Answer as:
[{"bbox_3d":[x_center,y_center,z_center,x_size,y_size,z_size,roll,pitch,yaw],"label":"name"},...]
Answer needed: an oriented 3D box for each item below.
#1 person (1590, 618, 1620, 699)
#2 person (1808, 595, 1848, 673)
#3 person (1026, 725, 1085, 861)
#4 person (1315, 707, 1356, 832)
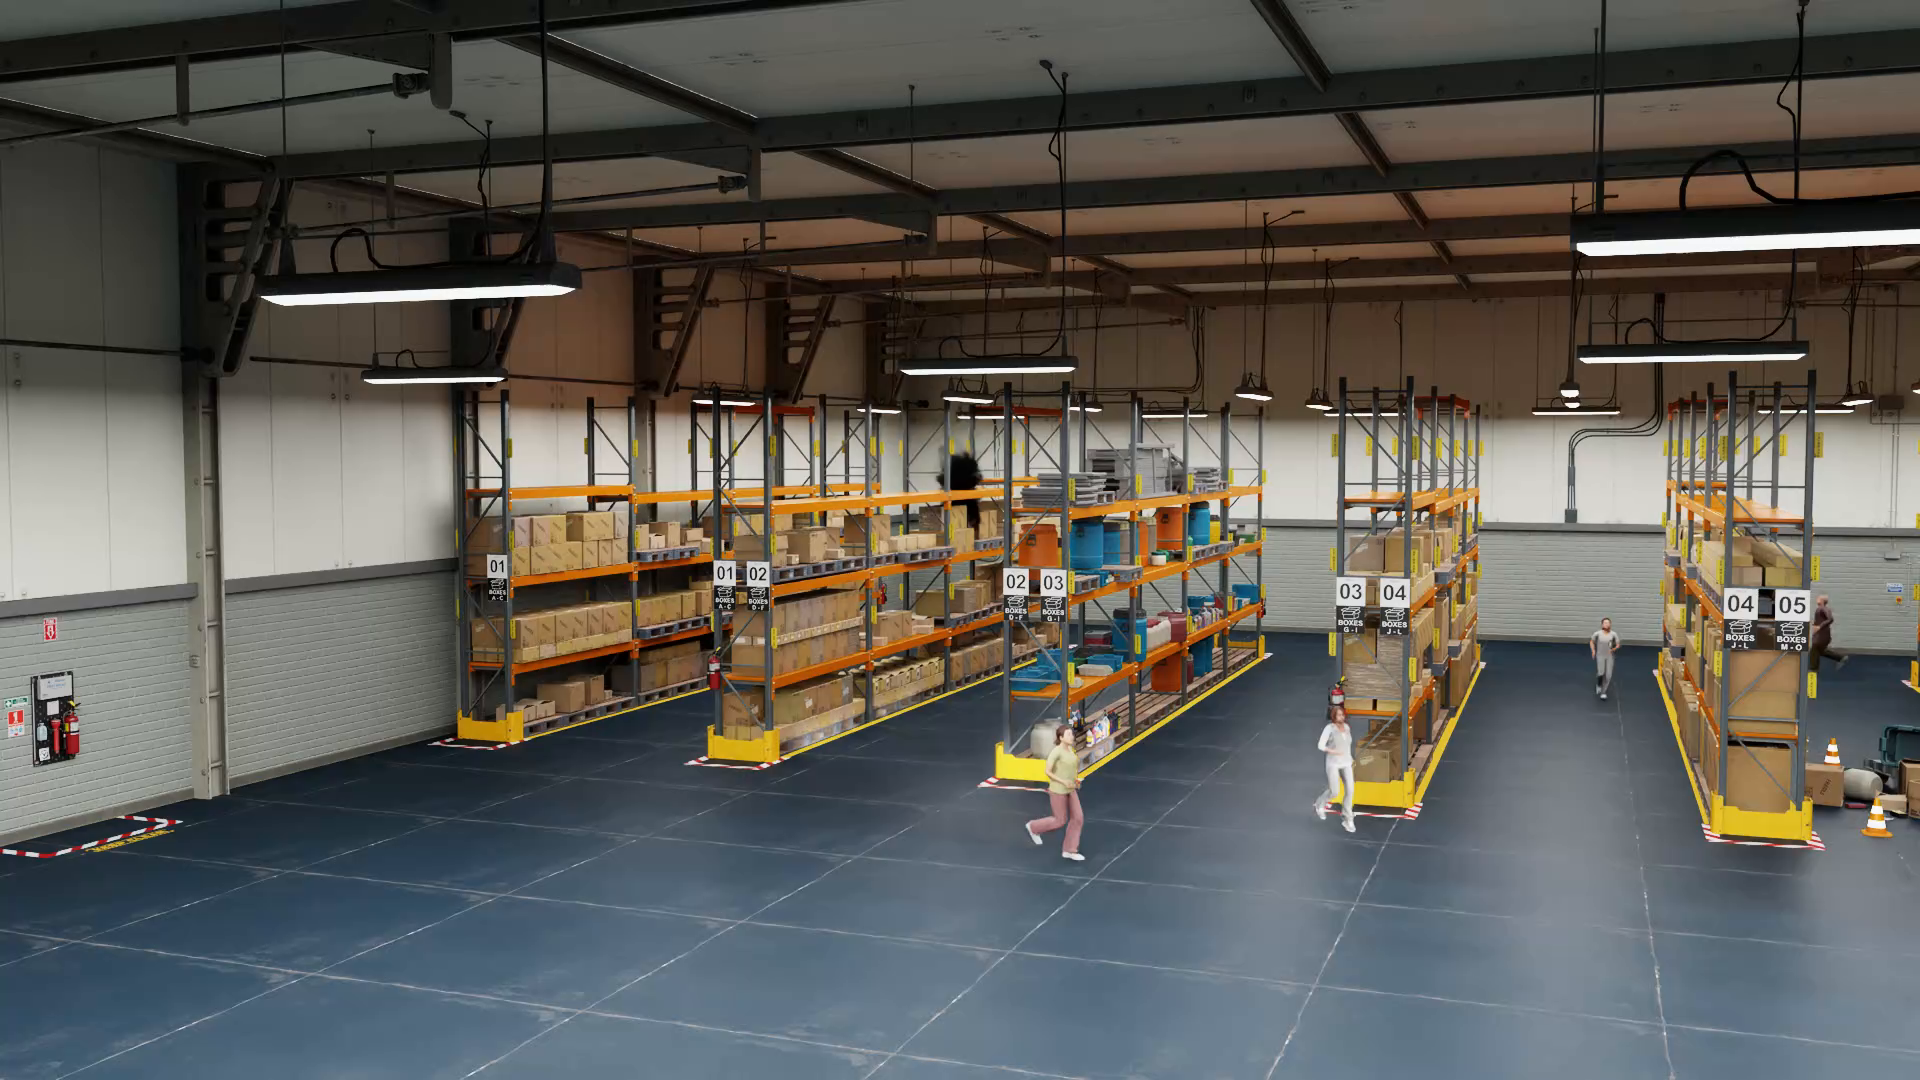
[{"bbox_3d":[12.839,2.359,33.088,0.552,1.623,0.546,1,3,15],"label":"person"},{"bbox_3d":[19.166,2.105,36.820,0.934,1.777,0.719,2,3,26],"label":"person"},{"bbox_3d":[1.196,3.065,20.354,0.801,1.637,0.569,3,4,39],"label":"person"},{"bbox_3d":[4.964,3.010,21.966,0.545,1.606,0.727,-1,3,-21],"label":"person"}]
